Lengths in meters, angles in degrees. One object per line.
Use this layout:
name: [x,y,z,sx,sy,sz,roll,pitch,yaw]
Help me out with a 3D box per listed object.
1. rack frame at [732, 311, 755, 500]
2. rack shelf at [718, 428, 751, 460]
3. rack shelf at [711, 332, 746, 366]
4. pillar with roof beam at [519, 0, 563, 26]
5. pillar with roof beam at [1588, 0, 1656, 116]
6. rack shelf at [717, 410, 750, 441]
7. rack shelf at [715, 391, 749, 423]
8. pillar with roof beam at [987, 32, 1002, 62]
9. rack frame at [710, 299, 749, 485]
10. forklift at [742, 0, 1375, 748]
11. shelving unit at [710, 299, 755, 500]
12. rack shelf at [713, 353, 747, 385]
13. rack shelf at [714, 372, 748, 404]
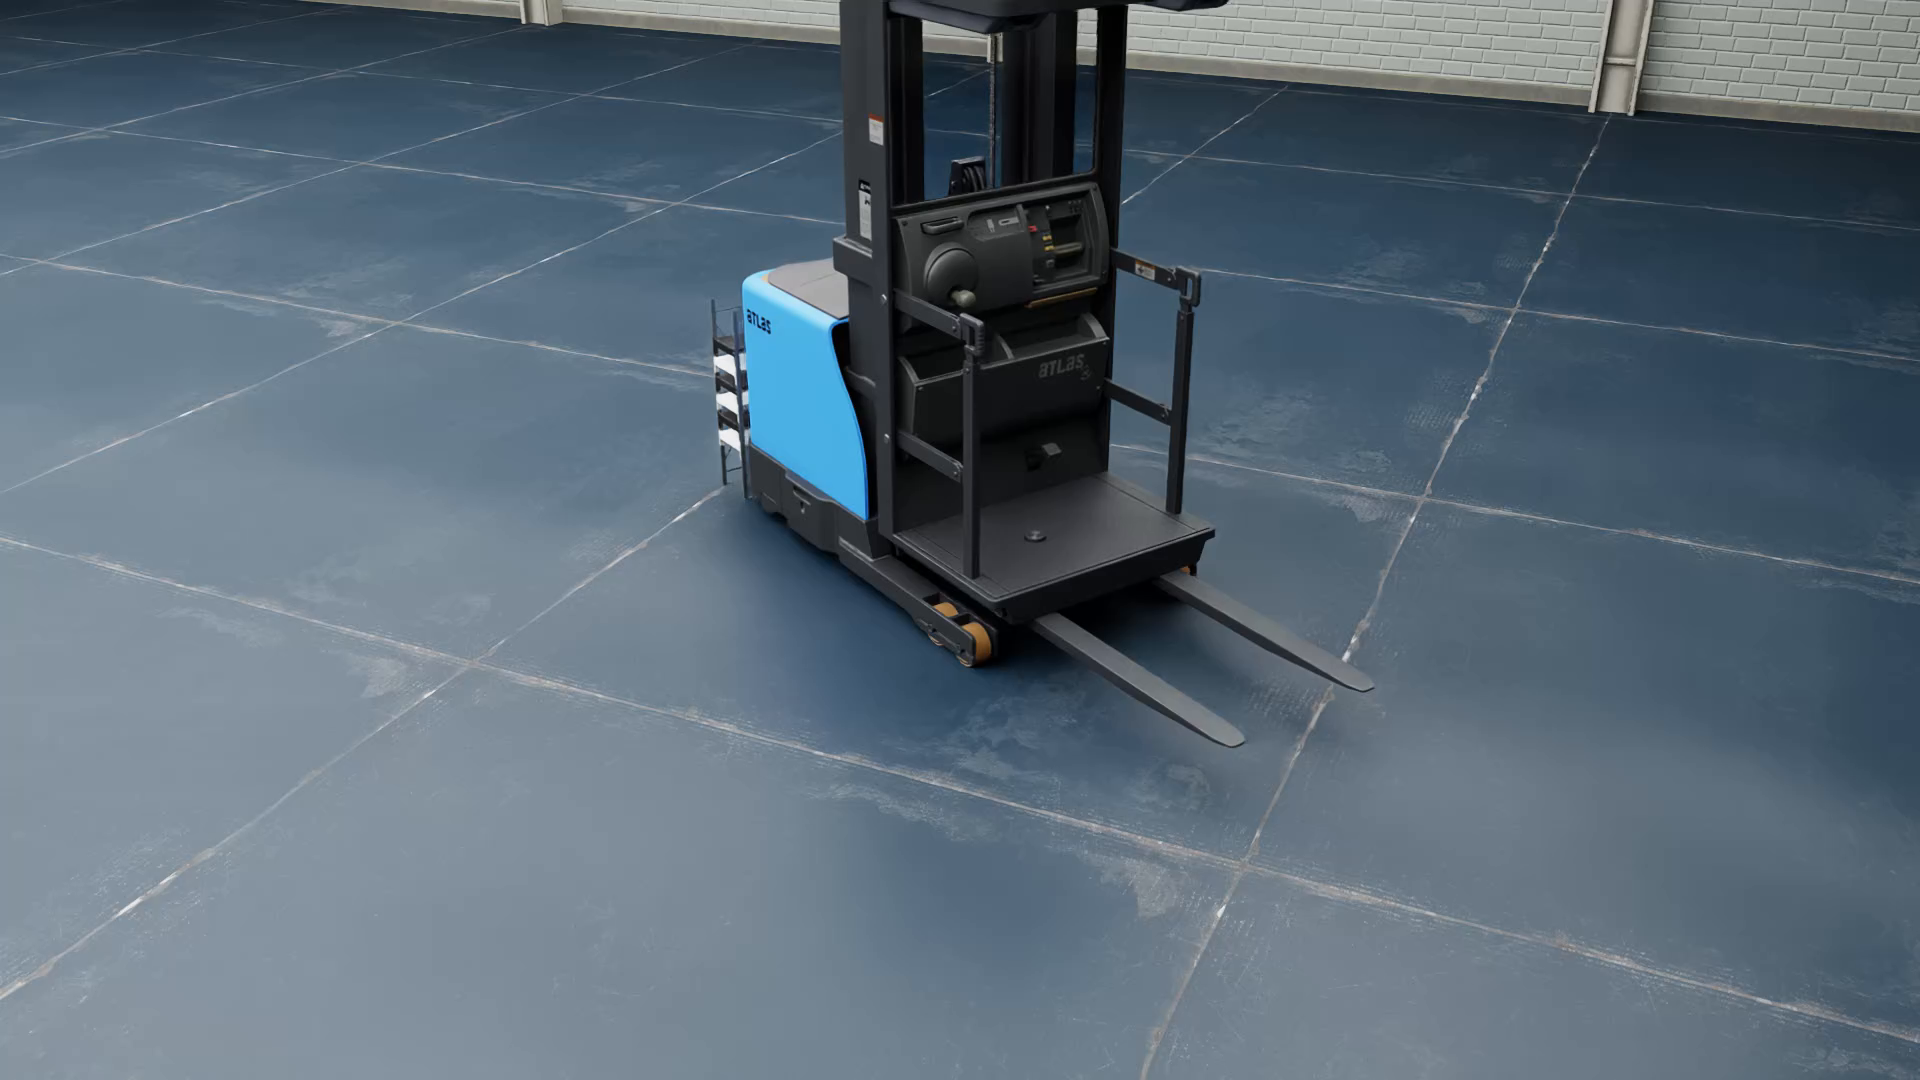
rack frame: [-0.893,-0.620,7.491,0.240,0.900,0.006,-18,31,-32]
rack shelf: [-0.952,-0.465,7.659,0.258,0.077,0.200,-18,31,-32]
rack shelf: [-0.952,-0.869,7.460,0.258,0.077,0.200,-18,31,-32]
pillar with roof beam: [-6.722,-8.439,14.203,0.400,9.000,9.100,11,28,22]
pillar with roof beam: [4.202,-6.245,9.746,0.400,9.000,9.100,11,28,22]
rack shelf: [-0.952,-0.546,7.619,0.258,0.077,0.200,-18,31,-32]
rack shelf: [-0.952,-0.627,7.579,0.258,0.077,0.200,-18,31,-32]
pillar with roof beam: [-1.260,-7.342,11.974,0.400,9.000,9.100,11,28,22]
rack frame: [-1.011,-0.693,7.639,0.240,0.900,0.006,-18,31,-32]
forklift: [0.297,-1.078,6.121,1.130,2.935,3.031,-17,31,-31]
shelving unit: [-0.952,-0.657,7.565,0.258,0.900,0.210,-18,31,-32]
rack shelf: [-0.952,-0.788,7.500,0.258,0.077,0.200,-18,31,-32]
rack shelf: [-0.952,-0.708,7.540,0.258,0.077,0.200,-18,31,-32]
